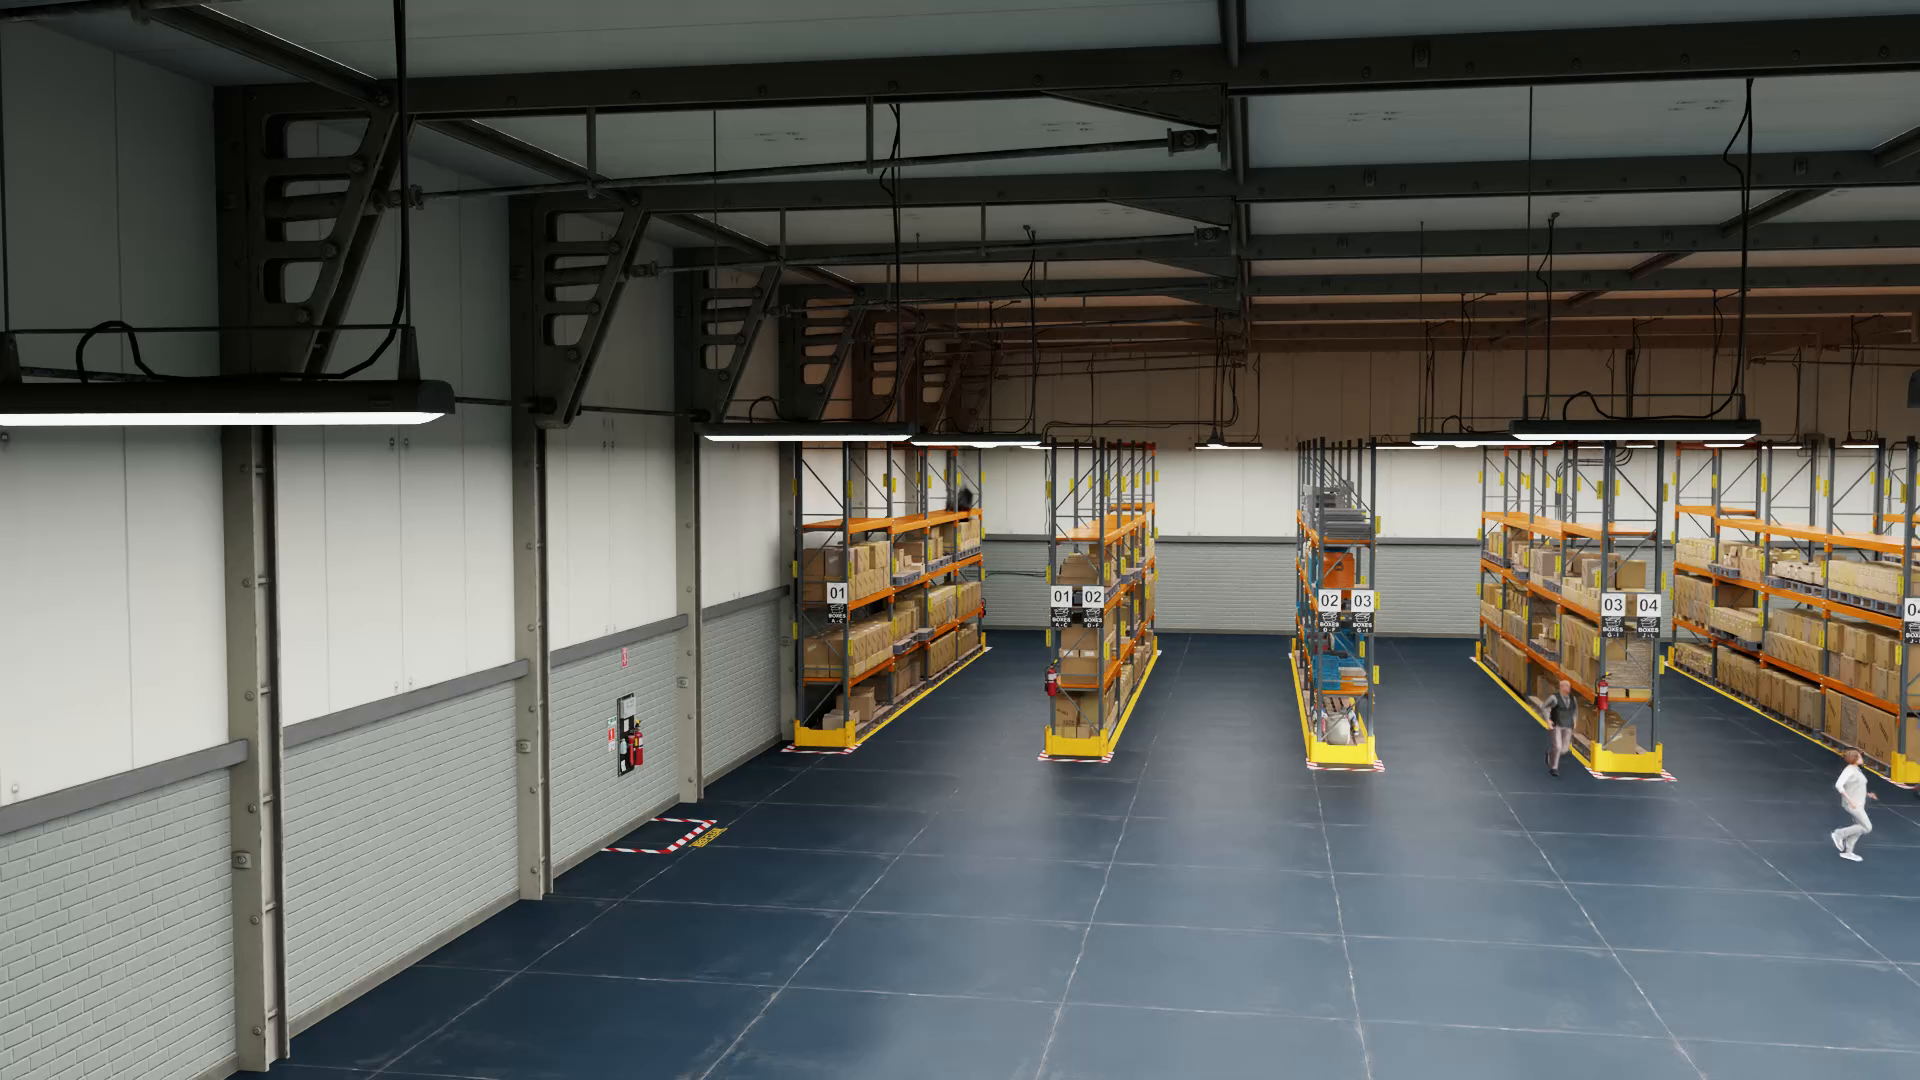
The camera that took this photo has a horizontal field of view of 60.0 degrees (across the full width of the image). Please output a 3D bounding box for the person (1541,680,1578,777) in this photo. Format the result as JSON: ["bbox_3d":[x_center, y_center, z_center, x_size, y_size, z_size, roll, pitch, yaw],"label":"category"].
[{"bbox_3d":[10.686,3.332,29.622,0.697,1.680,0.665,0,3,-9],"label":"person"}]

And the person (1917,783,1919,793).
[{"bbox_3d":[16.120,3.460,27.348,0.578,1.711,0.660,-1,3,-21],"label":"person"}]

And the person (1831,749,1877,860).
[{"bbox_3d":[12.553,3.725,23.327,0.539,1.538,0.542,2,4,39],"label":"person"}]
